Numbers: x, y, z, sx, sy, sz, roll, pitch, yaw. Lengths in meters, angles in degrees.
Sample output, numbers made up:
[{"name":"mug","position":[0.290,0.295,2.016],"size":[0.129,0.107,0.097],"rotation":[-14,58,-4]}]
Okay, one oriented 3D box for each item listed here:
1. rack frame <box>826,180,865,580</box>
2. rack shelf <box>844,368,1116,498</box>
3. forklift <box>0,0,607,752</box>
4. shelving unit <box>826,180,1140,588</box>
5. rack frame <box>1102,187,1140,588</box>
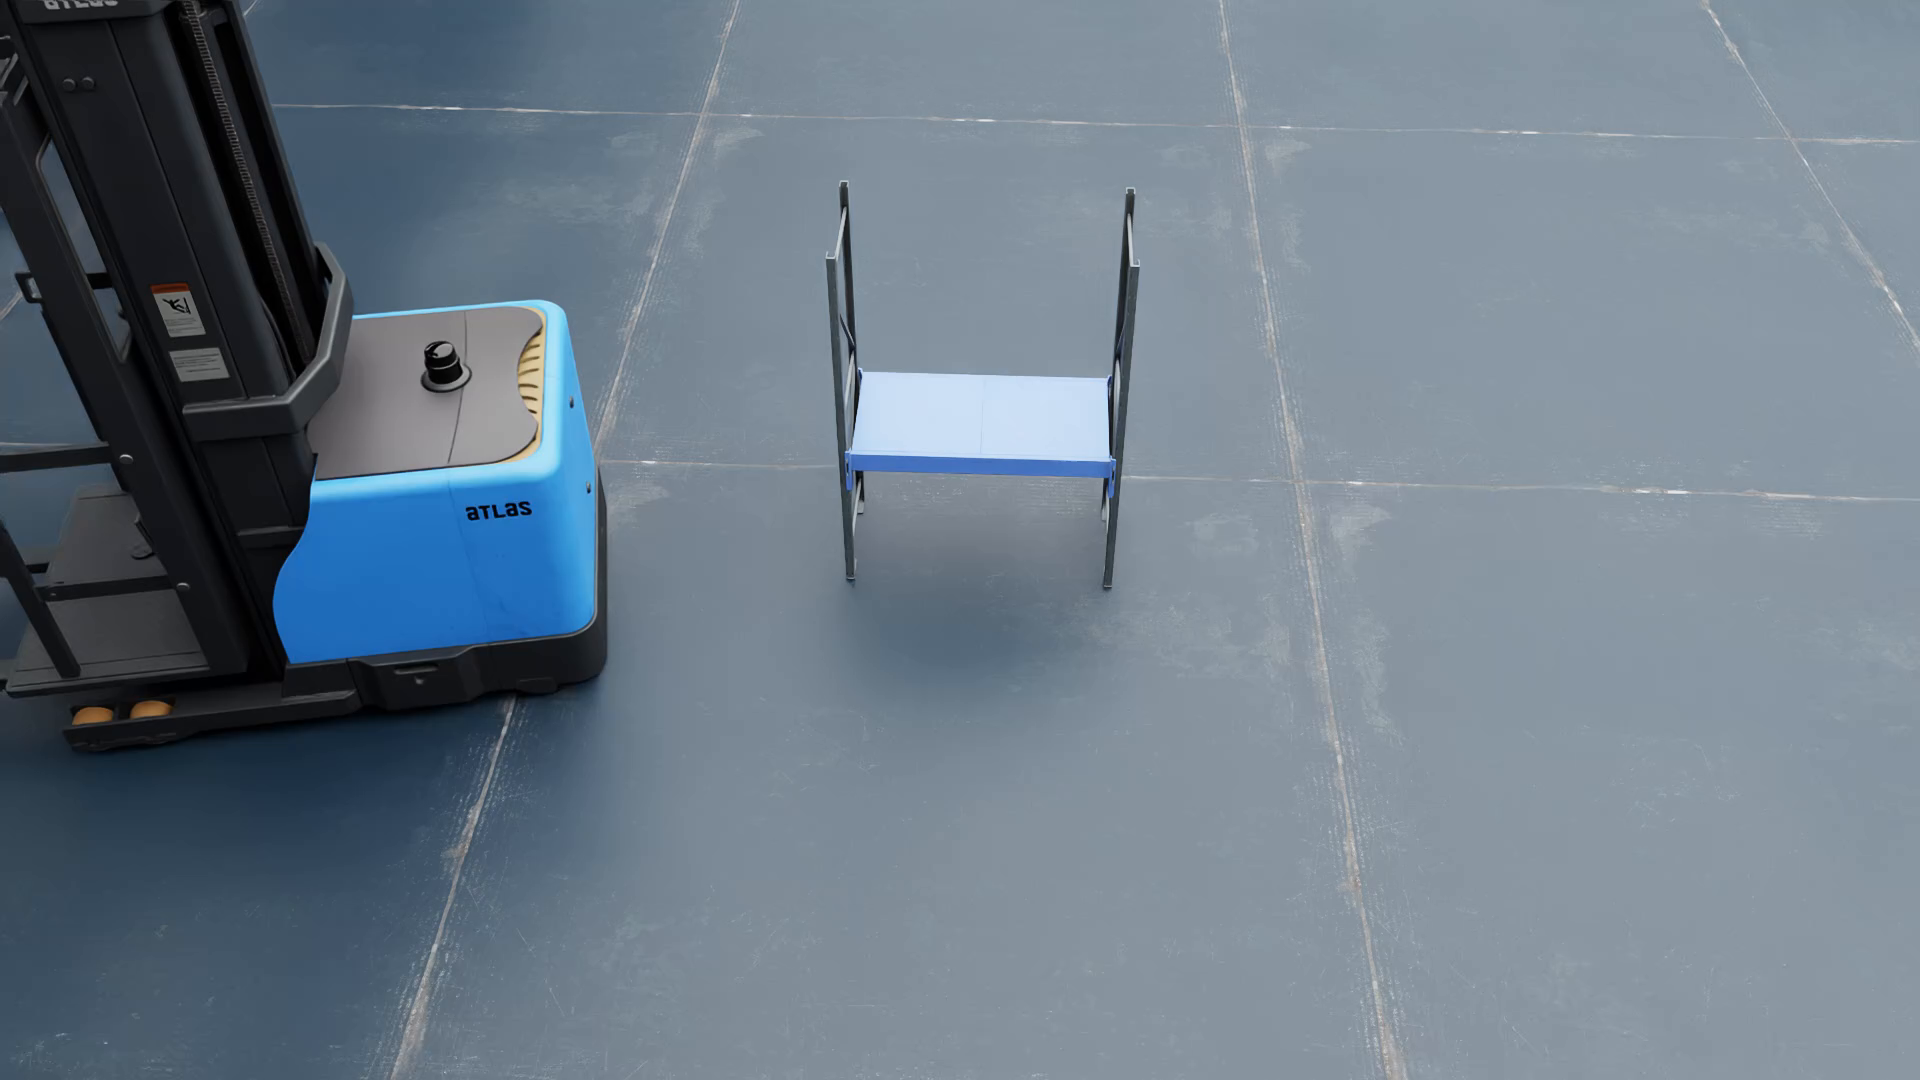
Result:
[{"name":"rack frame","position":[-0.423,-0.562,6.253],"size":[0.032,1.500,0.500],"rotation":[2,43,2]},{"name":"rack shelf","position":[0.085,-0.415,6.359],"size":[1.000,0.185,0.538],"rotation":[2,43,2]},{"name":"forklift","position":[-2.873,-0.707,5.359],"size":[3.031,2.935,1.130],"rotation":[-6,43,-6]},{"name":"shelving unit","position":[0.085,-0.546,6.236],"size":[1.048,1.500,0.538],"rotation":[2,43,2]},{"name":"rack frame","position":[0.593,-0.531,6.219],"size":[0.032,1.500,0.500],"rotation":[2,43,2]}]
